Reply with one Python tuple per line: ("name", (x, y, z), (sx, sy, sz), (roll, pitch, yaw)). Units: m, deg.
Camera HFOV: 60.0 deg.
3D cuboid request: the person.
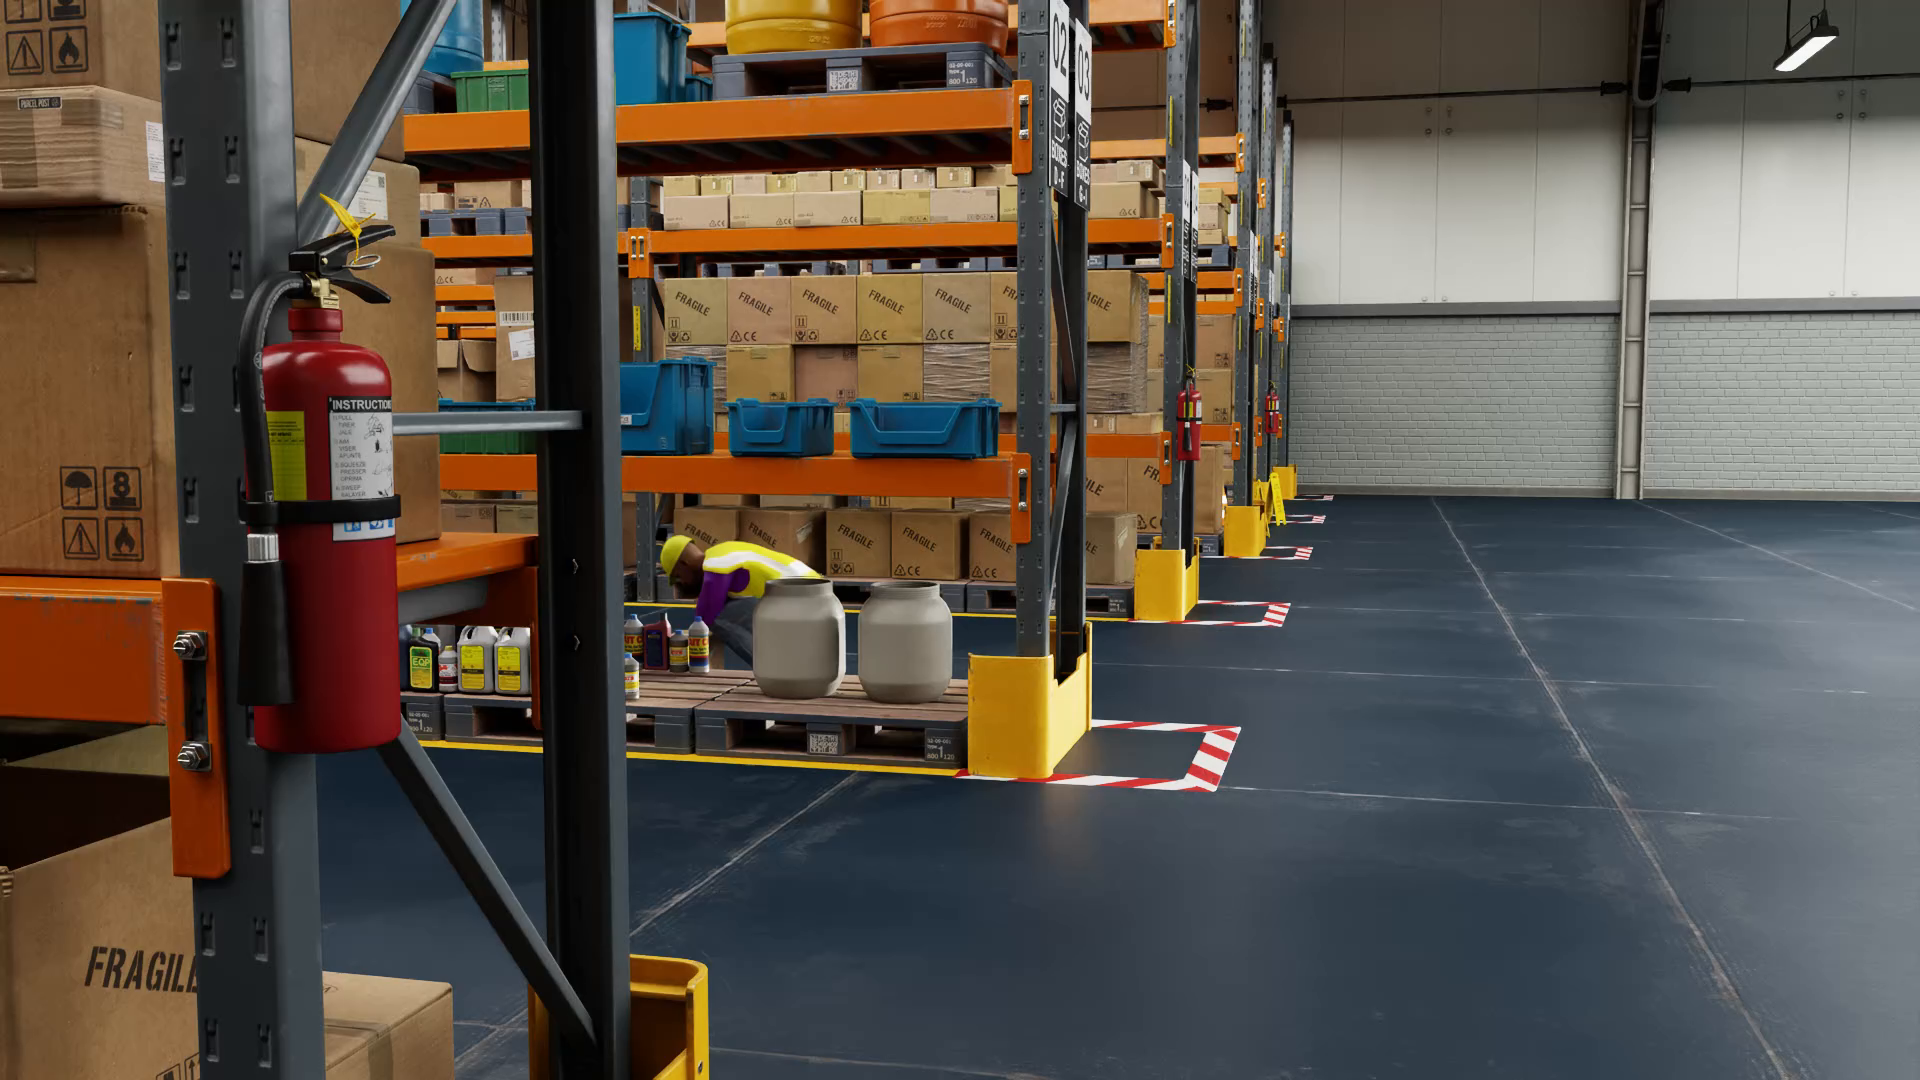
("person", (-1.189, 0.416, 9.146), (0.937, 0.878, 0.541), (1, 5, 13))
